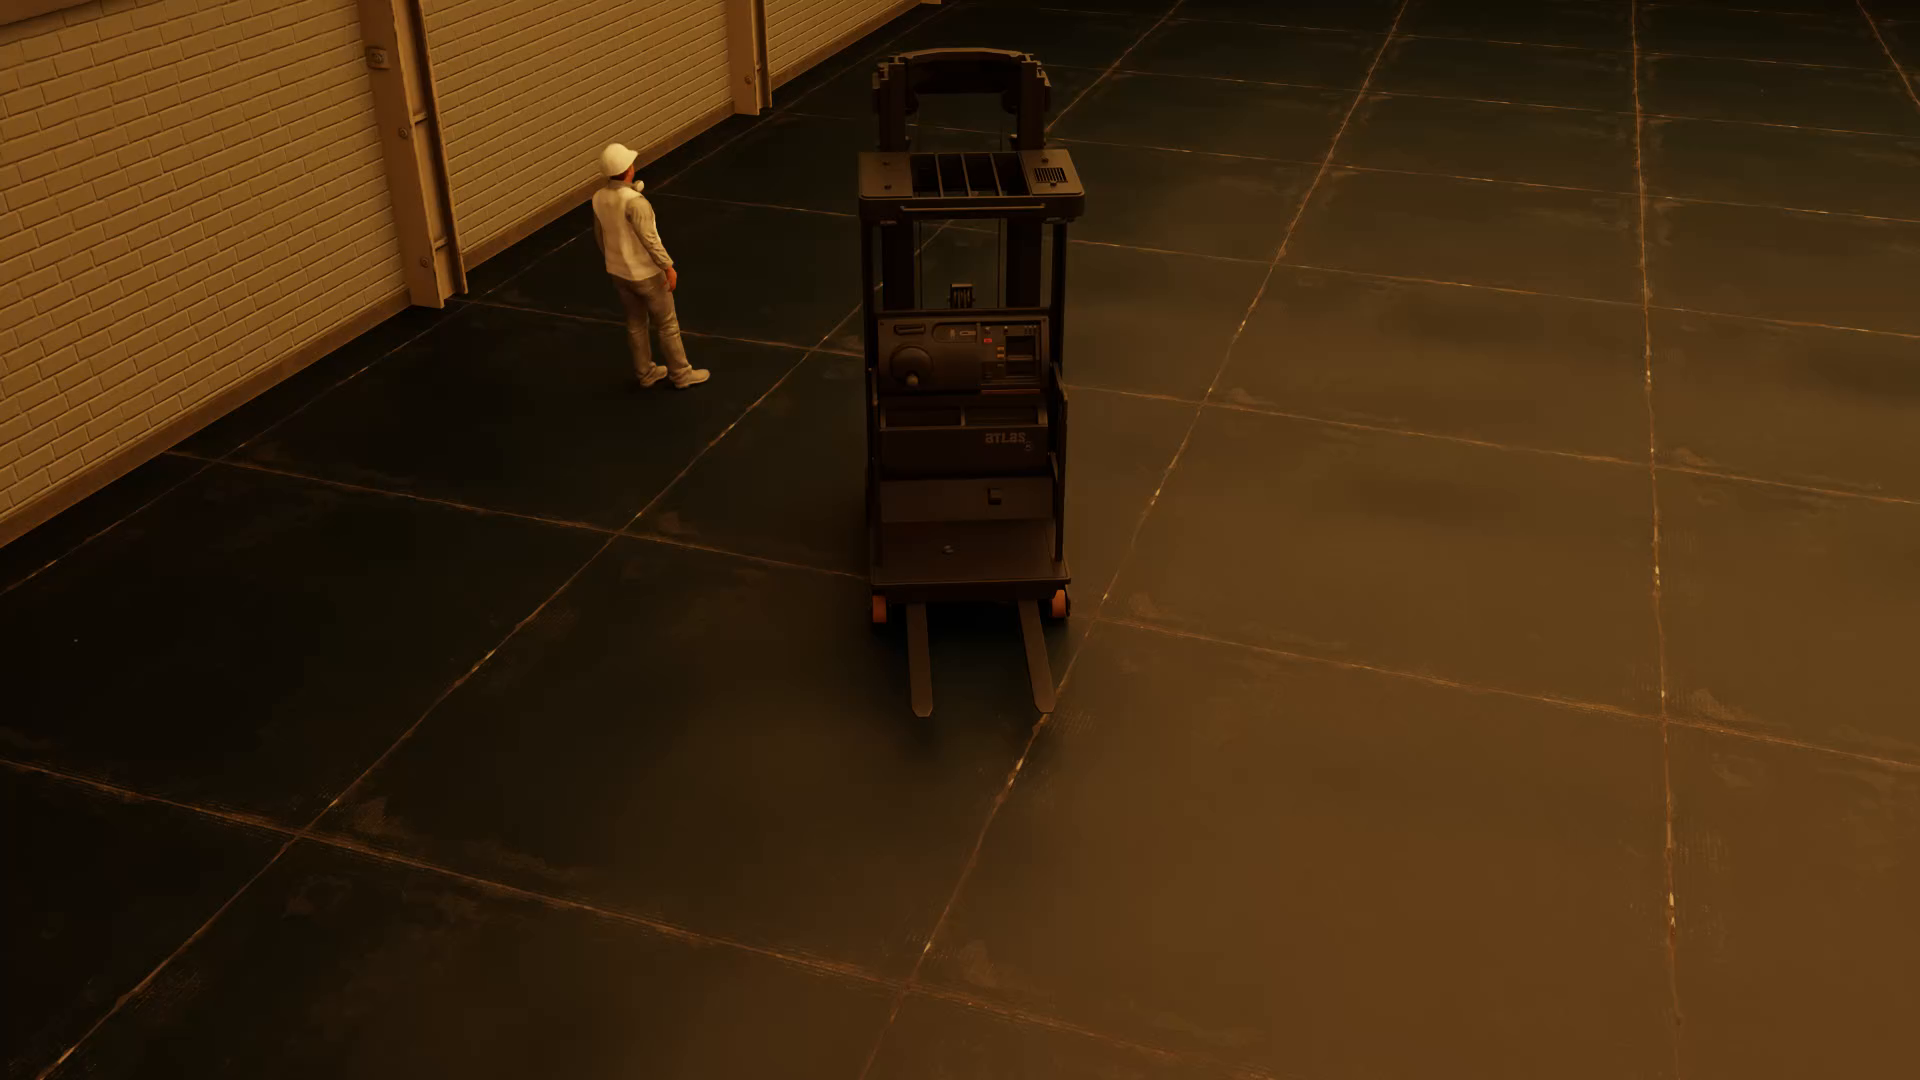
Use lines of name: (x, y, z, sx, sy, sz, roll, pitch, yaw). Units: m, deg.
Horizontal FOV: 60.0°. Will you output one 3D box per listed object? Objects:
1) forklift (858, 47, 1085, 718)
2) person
forklift: (0.035, -0.972, 8.842, 1.130, 2.935, 3.031, -2, 30, -3)
person: (-2.210, -1.927, 11.673, 0.629, 1.775, 0.569, 20, 35, 30)
